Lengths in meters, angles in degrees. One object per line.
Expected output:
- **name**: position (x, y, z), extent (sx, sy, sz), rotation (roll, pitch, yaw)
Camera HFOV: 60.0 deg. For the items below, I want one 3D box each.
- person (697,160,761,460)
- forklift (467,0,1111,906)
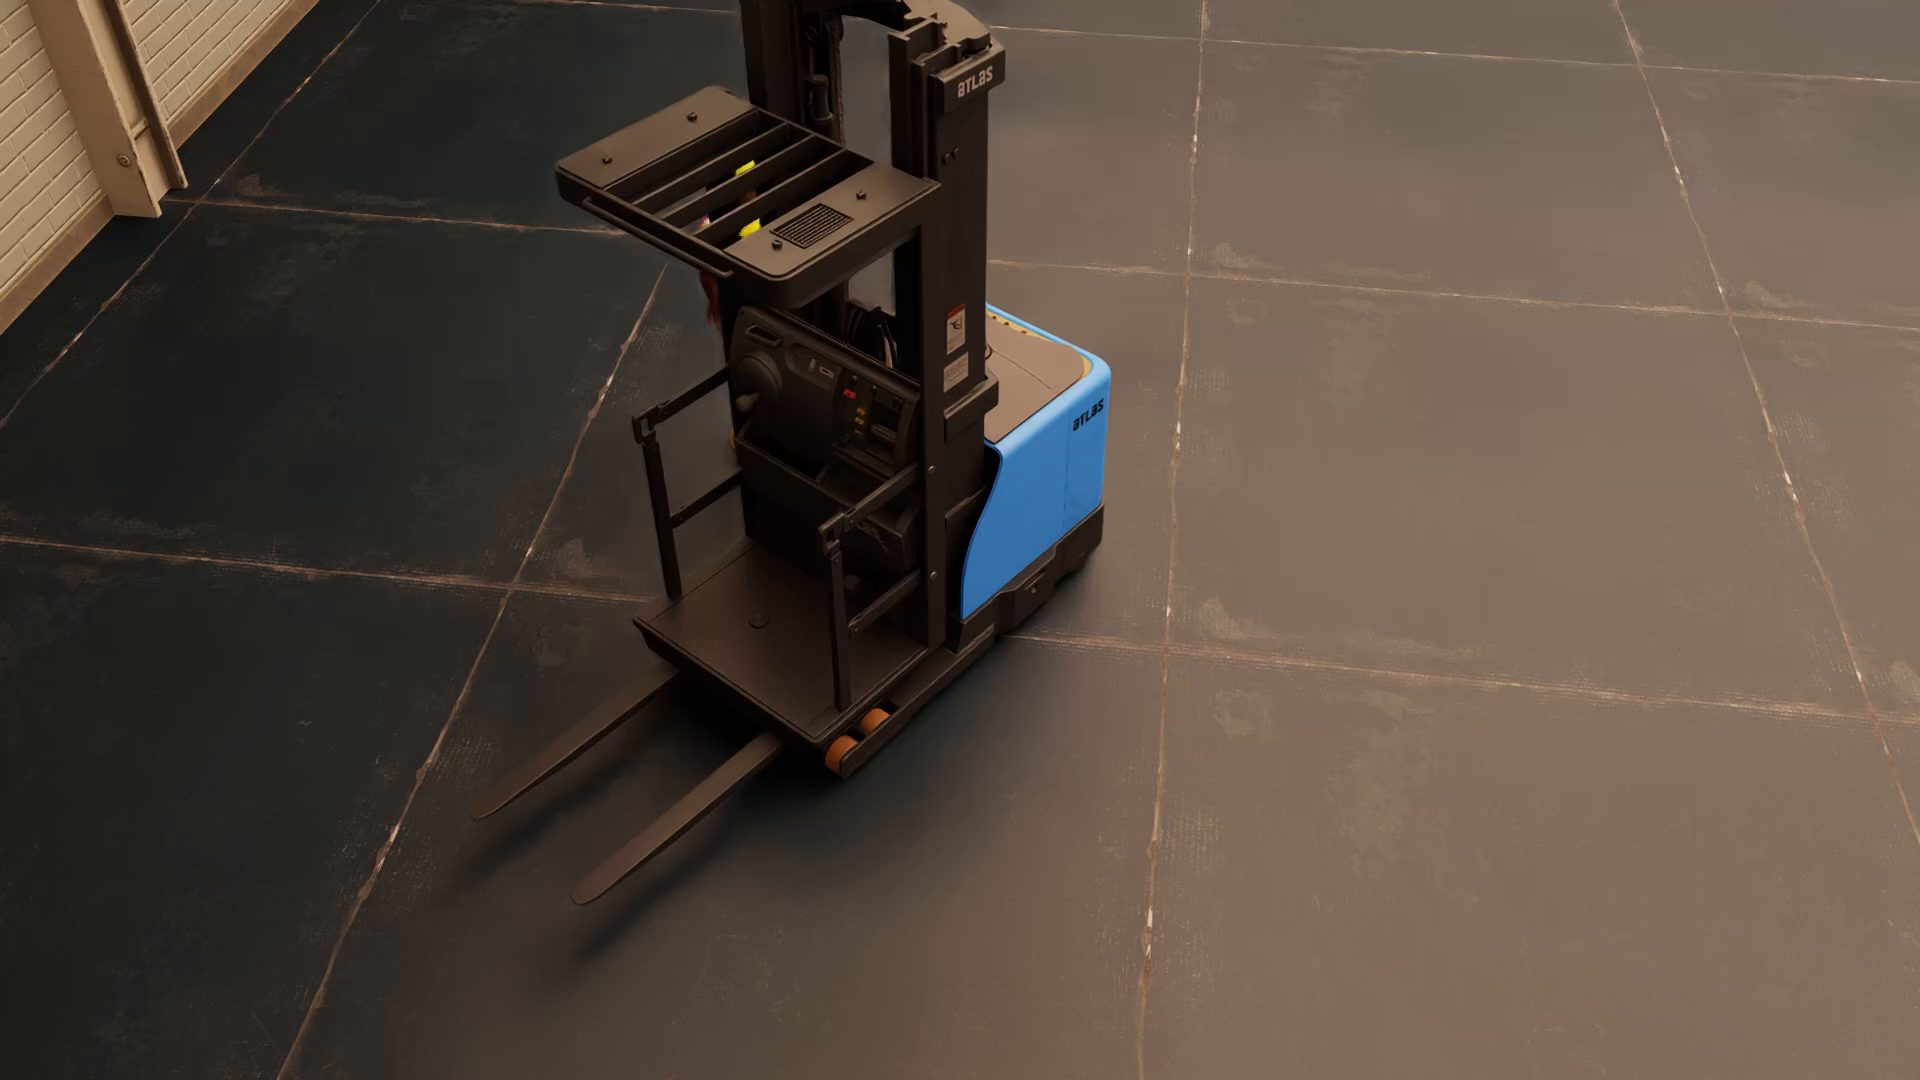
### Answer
- **person**: position (-0.855, -1.011, 7.771), extent (0.866, 1.742, 0.396), rotation (29, 50, 28)
- **forklift**: position (-0.670, -0.499, 6.268), extent (1.130, 2.935, 3.031), rotation (30, 50, 28)
